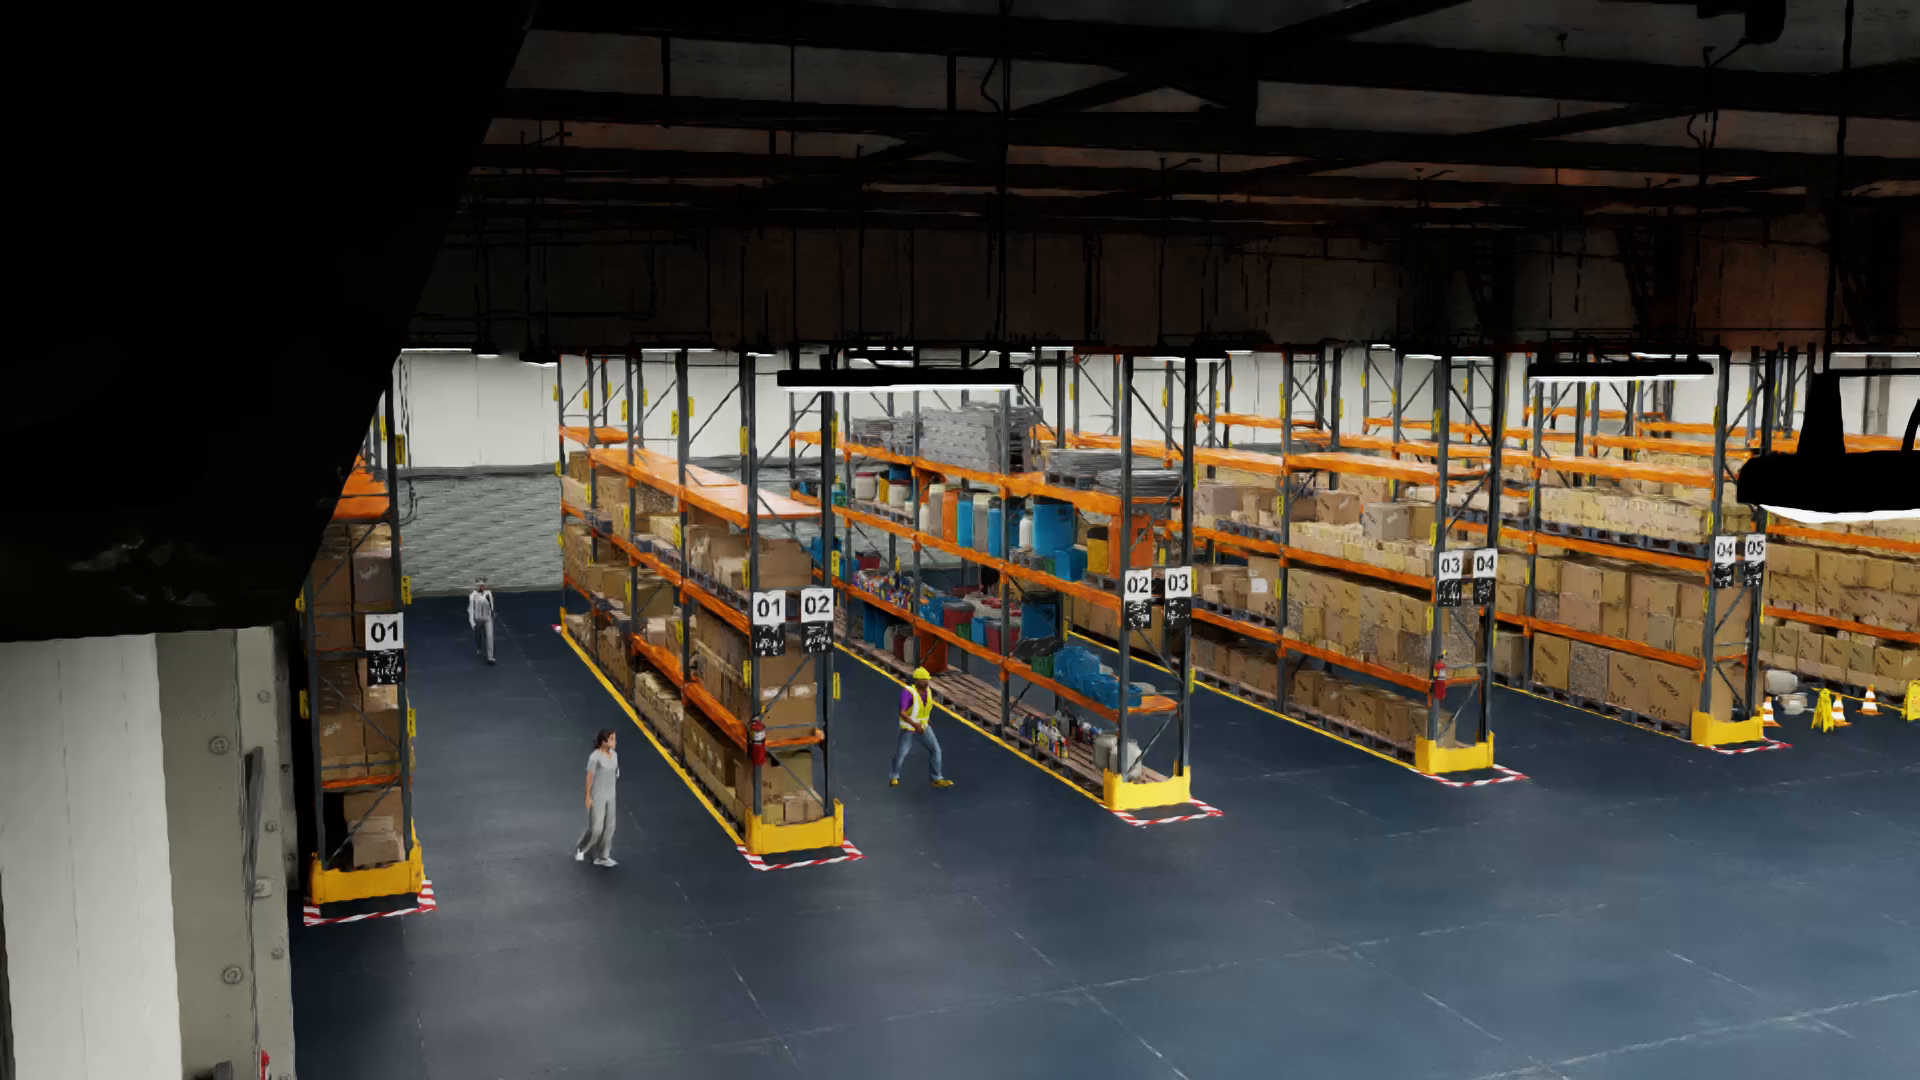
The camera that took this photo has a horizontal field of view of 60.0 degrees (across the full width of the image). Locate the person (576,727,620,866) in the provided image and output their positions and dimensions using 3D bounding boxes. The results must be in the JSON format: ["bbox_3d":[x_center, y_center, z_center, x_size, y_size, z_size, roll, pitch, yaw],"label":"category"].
[{"bbox_3d":[-4.294,3.025,19.643,0.524,1.662,0.516,5,9,32],"label":"person"}]

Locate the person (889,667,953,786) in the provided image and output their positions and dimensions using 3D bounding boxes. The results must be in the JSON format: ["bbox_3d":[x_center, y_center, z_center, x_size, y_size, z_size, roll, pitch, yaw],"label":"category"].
[{"bbox_3d":[-0.610,2.571,22.953,0.713,1.698,0.809,-6,9,-39],"label":"person"}]

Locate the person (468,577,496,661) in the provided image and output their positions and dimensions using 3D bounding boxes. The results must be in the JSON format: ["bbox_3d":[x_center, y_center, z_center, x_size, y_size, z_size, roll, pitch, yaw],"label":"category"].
[{"bbox_3d":[-9.153,1.487,31.824,0.495,1.589,1.086,-3,8,-19],"label":"person"}]

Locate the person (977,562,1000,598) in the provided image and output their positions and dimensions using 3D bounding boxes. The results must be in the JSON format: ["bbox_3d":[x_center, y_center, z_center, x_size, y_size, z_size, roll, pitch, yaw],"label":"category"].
[{"bbox_3d":[0.624,0.917,36.148,0.543,1.648,1.115,-2,8,-19],"label":"person"}]
